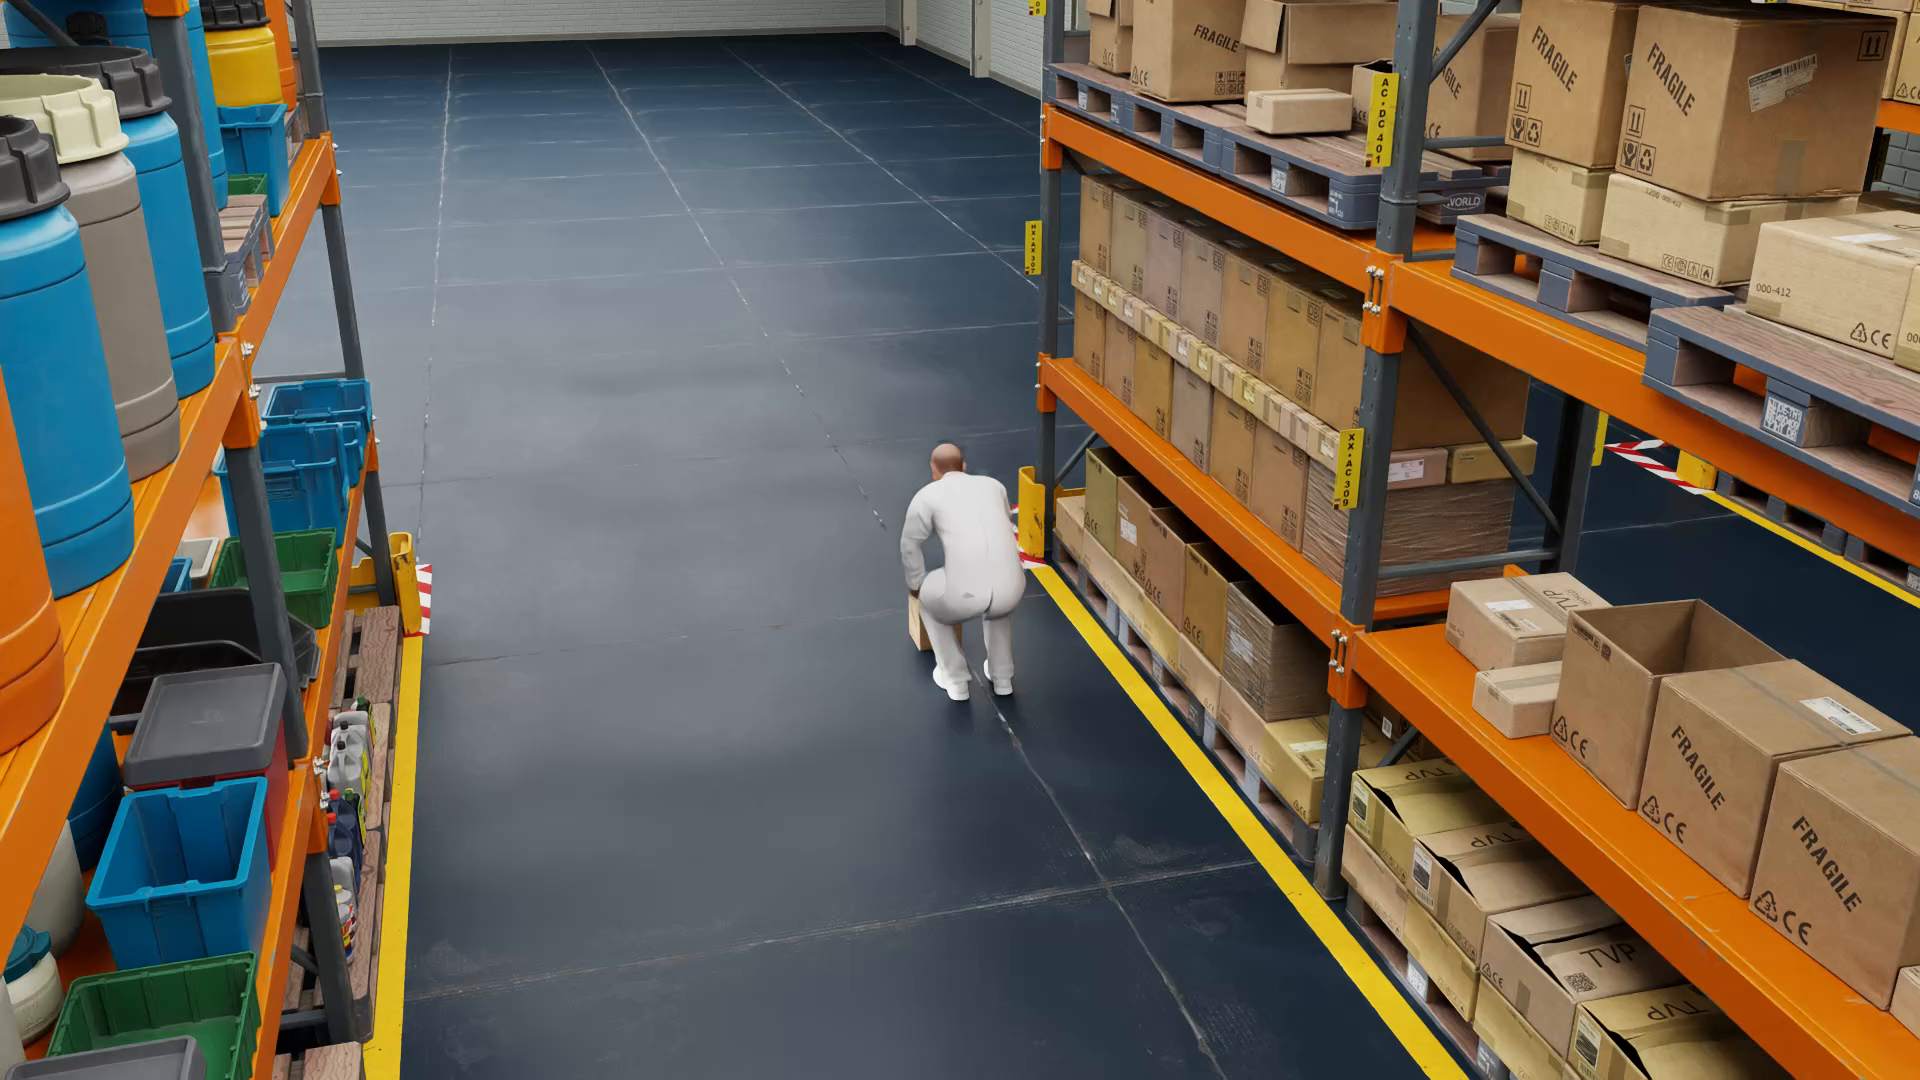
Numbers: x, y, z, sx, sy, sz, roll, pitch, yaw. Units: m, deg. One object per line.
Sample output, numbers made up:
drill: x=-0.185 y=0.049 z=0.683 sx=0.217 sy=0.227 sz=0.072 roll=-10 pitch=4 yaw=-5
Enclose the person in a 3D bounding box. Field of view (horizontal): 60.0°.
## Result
person: x=0.027 y=0.189 z=8.841 sx=0.634 sy=1.256 sz=0.793 roll=-6 pitch=23 yaw=-14
